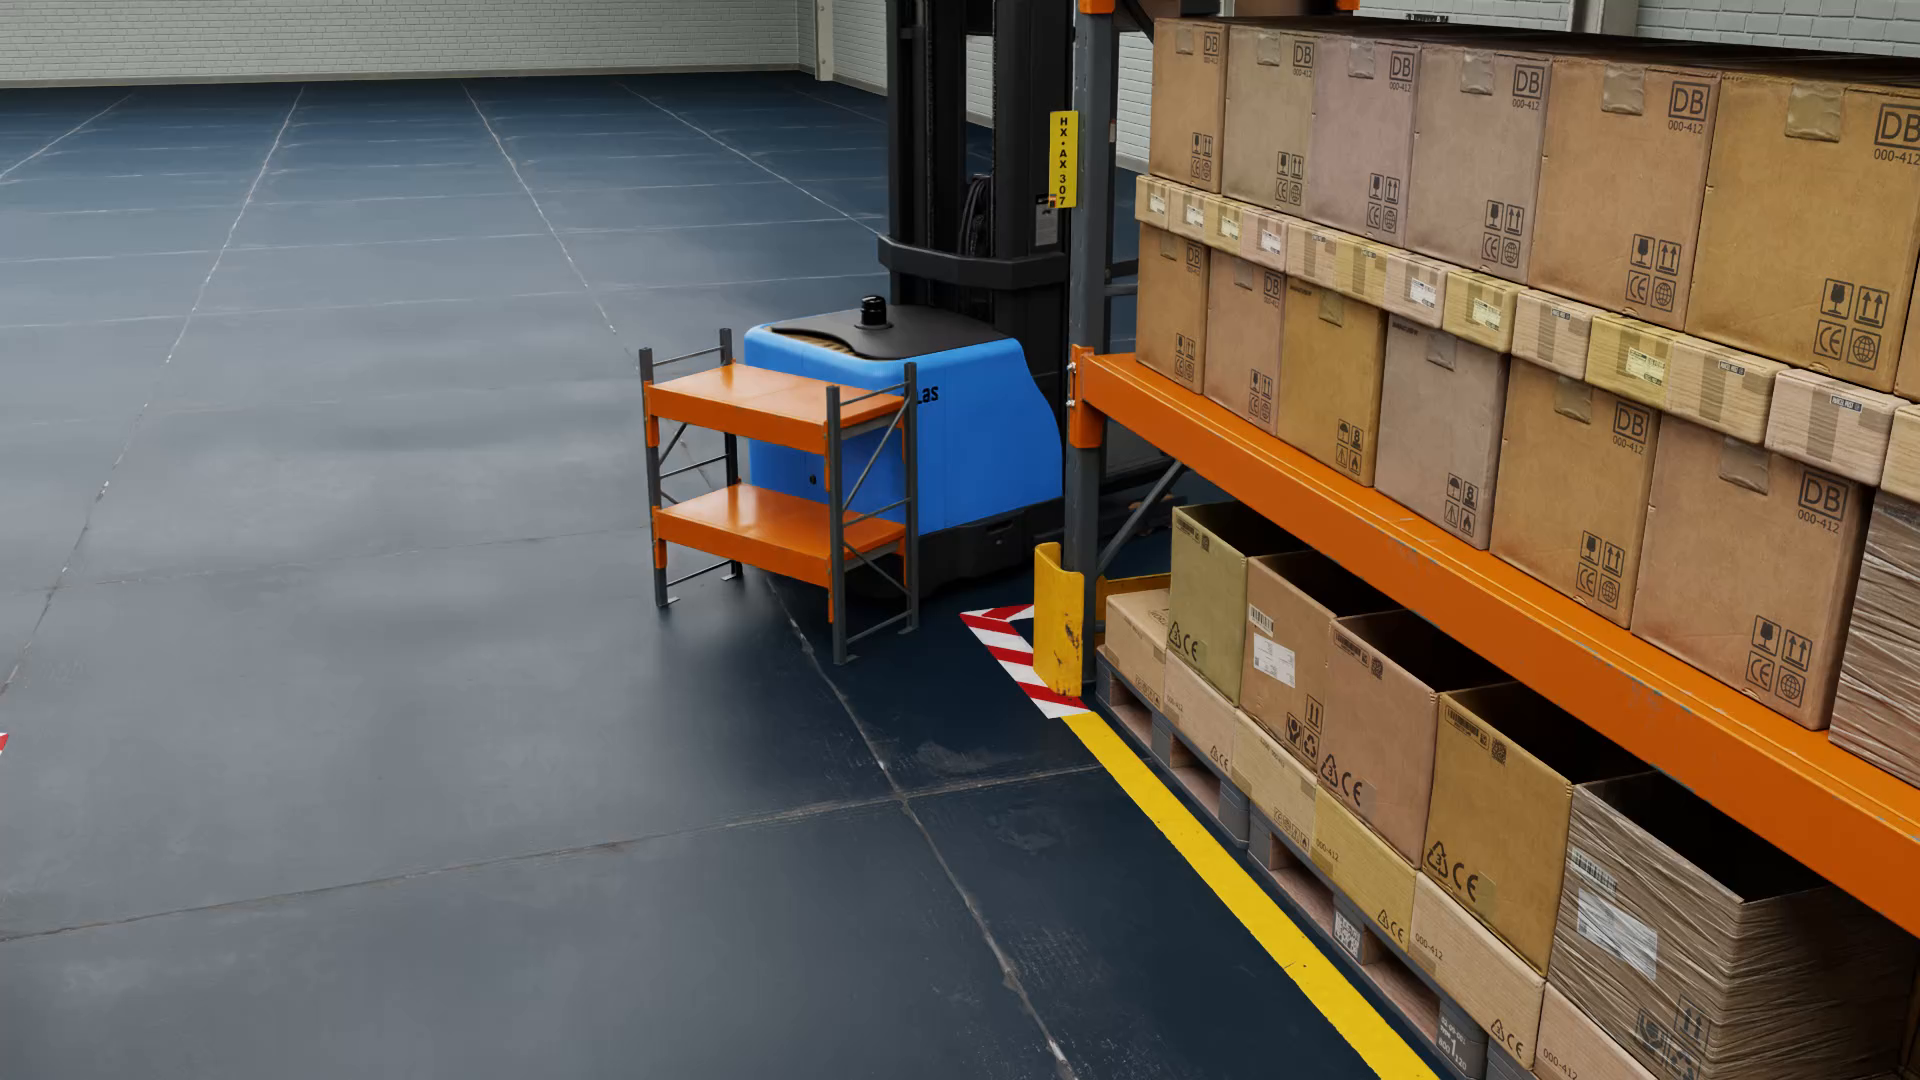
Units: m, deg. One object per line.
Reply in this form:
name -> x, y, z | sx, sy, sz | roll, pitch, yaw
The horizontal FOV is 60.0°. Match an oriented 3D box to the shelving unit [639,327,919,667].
shelving unit -> -0.738, -0.207, 6.829 | 1.048, 1.125, 0.538 | 14, 24, 35

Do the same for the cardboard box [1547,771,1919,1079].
cardboard box -> 1.643, 0.817, 3.540 | 0.500, 0.500, 0.500 | -6, 21, -17

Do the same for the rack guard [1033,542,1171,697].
rack guard -> 0.878, 0.246, 6.491 | 1.175, 0.500, 0.348 | -6, 21, -17

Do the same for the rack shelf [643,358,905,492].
rack shelf -> -0.738, -0.482, 6.730 | 1.000, 0.278, 0.538 | 14, 24, 35

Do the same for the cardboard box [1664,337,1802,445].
cardboard box -> 1.609, -0.303, 3.216 | 0.380, 0.149, 0.250 | -6, 21, -17

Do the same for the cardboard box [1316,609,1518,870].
cardboard box -> 1.311, 0.498, 4.428 | 0.500, 0.500, 0.500 | -6, 21, -17

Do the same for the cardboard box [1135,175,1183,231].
cardboard box -> 0.804, -1.126, 5.506 | 0.380, 0.149, 0.250 | -7, 21, -18

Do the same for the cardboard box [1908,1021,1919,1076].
cardboard box -> 2.294, 0.923, 3.248 | 0.500, 0.500, 0.500 | -6, 21, -17

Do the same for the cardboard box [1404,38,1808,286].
cardboard box -> 1.524, -0.921, 3.977 | 0.700, 0.500, 0.500 | -6, 21, -17

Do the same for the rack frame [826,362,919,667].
rack frame -> -0.334, -0.103, 6.538 | 0.032, 1.125, 0.500 | 14, 24, 35

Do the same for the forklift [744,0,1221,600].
forklift -> 0.474, -1.516, 7.801 | 3.031, 2.935, 1.130 | -16, 25, -38

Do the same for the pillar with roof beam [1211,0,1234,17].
pillar with roof beam -> -1.231, -7.534, 15.580 | 9.100, 9.000, 0.400 | -6, 21, -17

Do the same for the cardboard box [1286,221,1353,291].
cardboard box -> 1.130, -0.795, 4.585 | 0.380, 0.149, 0.250 | -7, 21, -19

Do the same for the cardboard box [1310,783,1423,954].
cardboard box -> 1.312, 0.851, 4.556 | 0.500, 0.250, 0.500 | -6, 21, -17

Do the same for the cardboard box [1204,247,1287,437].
cardboard box -> 1.189, -0.650, 5.142 | 0.700, 0.500, 0.500 | -6, 21, -16

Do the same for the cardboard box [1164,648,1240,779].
cardboard box -> 1.003, 0.530, 5.451 | 0.500, 0.250, 0.500 | -6, 21, -17

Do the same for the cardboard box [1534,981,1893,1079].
cardboard box -> 1.641, 1.171, 3.667 | 0.500, 0.250, 0.500 | -6, 21, -17

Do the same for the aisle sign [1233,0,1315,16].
aisle sign -> 1.143, -2.198, 5.753 | 0.394, 0.787, 0.004 | -6, 21, -17

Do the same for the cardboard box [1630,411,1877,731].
cardboard box -> 1.825, 0.004, 3.321 | 0.700, 0.500, 0.500 | -7, 21, -18

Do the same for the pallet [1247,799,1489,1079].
pallet -> 1.545, 1.022, 4.760 | 1.003, 0.211, 1.213 | -6, 21, -17

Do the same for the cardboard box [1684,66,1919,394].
cardboard box -> 1.837, -0.600, 3.083 | 0.700, 0.500, 0.500 | -6, 21, -17

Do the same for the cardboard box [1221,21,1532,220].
cardboard box -> 1.207, -1.244, 4.875 | 0.700, 0.500, 0.500 | -7, 21, -19

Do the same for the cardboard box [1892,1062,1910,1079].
cardboard box -> 2.132, 1.116, 3.820 | 0.500, 0.250, 0.500 | -6, 21, -17

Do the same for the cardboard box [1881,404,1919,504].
cardboard box -> 1.778, -0.135, 2.748 | 0.380, 0.149, 0.250 | -7, 21, -18

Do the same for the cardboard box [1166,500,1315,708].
cardboard box -> 1.001, 0.177, 5.323 | 0.500, 0.500, 0.500 | -6, 21, -17

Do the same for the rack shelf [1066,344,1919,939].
rack shelf -> 1.514, 0.058, 4.382 | 1.077, 0.370, 4.000 | -6, 21, -17

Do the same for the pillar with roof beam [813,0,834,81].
pillar with roof beam -> -6.888, -13.310, 31.662 | 9.100, 9.000, 0.400 | -6, 21, -17

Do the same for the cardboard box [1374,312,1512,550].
cardboard box -> 1.509, -0.322, 4.227 | 0.700, 0.500, 0.500 | -6, 21, -16

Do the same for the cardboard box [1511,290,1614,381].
cardboard box -> 1.456, -0.463, 3.661 | 0.380, 0.149, 0.250 | -6, 21, -16

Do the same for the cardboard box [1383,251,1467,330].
cardboard box -> 1.286, -0.633, 4.133 | 0.380, 0.149, 0.250 | -6, 21, -17

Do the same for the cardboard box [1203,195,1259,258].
cardboard box -> 0.967, -0.961, 5.048 | 0.380, 0.149, 0.250 | -6, 21, -17

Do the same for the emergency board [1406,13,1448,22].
emergency board -> 4.001, -4.040, 14.726 | 0.194, 1.169, 0.643 | -6, 21, -17
